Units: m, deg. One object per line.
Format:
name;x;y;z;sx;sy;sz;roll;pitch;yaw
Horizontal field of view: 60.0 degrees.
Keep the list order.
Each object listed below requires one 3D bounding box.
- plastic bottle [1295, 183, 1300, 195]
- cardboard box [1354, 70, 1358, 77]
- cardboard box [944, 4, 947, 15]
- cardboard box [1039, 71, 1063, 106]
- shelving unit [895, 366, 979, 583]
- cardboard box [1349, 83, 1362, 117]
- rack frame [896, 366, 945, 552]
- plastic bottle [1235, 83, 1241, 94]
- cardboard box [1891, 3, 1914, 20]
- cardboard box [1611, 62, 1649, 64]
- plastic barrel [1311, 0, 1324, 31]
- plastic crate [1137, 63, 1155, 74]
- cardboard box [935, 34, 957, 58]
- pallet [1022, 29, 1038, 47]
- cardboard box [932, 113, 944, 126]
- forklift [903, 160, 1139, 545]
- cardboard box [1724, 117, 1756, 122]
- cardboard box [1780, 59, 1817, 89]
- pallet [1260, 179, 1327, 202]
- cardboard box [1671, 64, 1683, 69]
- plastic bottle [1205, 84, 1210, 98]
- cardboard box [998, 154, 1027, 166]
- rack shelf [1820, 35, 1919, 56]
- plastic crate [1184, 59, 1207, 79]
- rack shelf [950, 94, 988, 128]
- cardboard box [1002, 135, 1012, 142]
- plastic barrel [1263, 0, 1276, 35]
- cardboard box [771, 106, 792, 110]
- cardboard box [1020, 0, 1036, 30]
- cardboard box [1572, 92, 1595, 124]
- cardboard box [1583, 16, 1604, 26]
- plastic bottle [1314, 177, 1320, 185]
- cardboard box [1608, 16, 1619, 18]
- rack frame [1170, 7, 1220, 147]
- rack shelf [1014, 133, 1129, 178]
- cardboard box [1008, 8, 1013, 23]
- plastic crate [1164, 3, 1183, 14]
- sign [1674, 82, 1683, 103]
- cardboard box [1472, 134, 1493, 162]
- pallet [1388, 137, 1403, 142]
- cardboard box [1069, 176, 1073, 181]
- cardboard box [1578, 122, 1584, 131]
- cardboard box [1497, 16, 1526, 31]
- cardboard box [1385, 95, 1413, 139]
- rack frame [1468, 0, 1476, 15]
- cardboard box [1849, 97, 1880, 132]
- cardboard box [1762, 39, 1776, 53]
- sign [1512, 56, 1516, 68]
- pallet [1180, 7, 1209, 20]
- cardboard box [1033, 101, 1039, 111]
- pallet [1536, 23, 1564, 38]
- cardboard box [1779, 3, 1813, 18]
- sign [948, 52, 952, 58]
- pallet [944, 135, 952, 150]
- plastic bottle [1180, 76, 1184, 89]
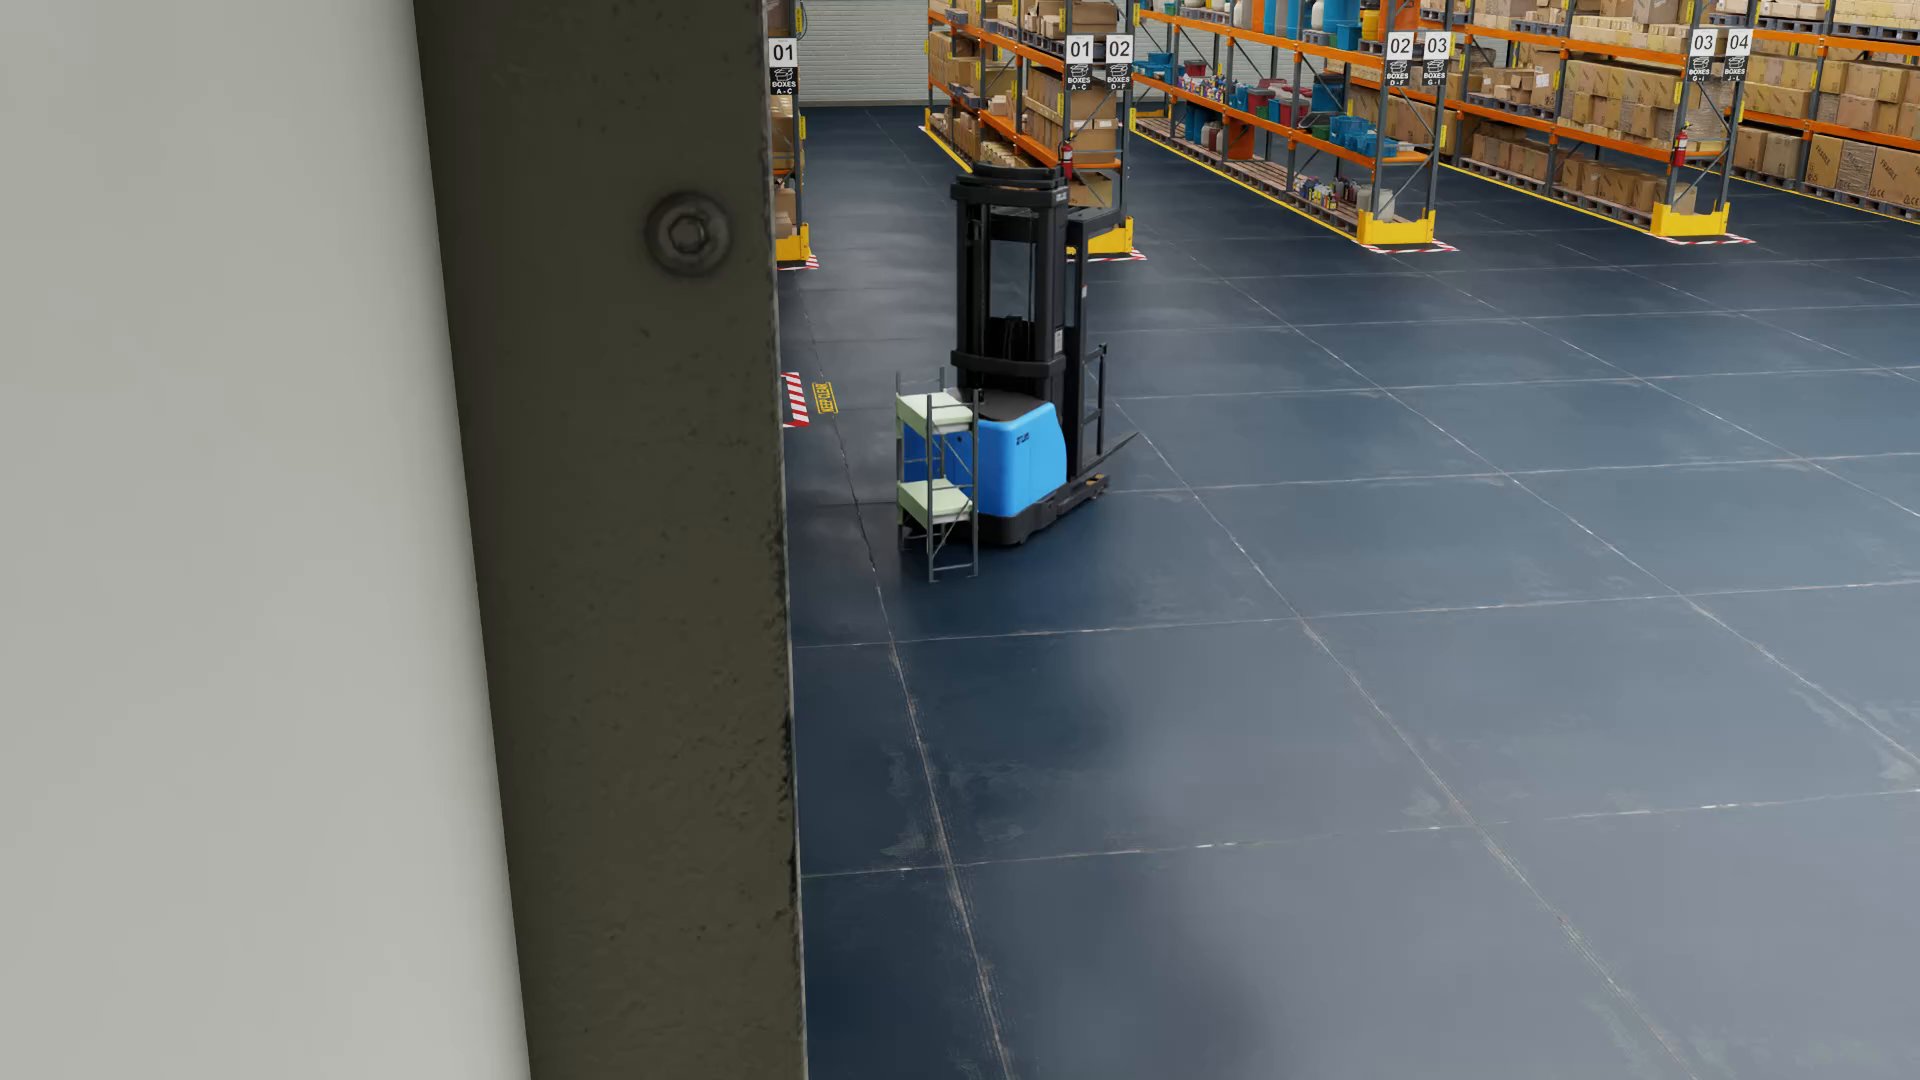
plastic bottle;6.000;-6.229;29.478;0.097;0.201;0.097;0;20;0
cardboard box;9.532;-11.026;39.309;0.380;0.149;0.250;-3;21;-7
cardboard box;-0.077;-11.687;36.646;0.500;0.250;0.500;-3;21;-8
cardboard box;1.687;-7.406;27.262;0.700;0.500;0.500;-3;21;-8
shelving unit;-0.184;-0.516;12.954;0.431;1.500;0.755;-7;22;-19
cardboard box;9.847;-10.575;40.180;0.875;0.875;0.875;-3;21;-8
rack frame;-0.312;-0.636;13.275;0.400;1.500;0.023;-7;22;-19
plastic bottle;5.854;-9.475;34.975;0.152;0.276;0.135;-3;21;-8
cardboard box;16.211;-8.977;28.222;0.500;0.250;0.500;-3;21;-7
cardboard box;11.685;-8.091;29.096;0.500;0.500;0.500;-3;21;-8
plastic barrel;6.241;-8.997;28.471;0.421;0.512;0.421;0;20;0
plastic crate;4.448;-11.276;39.774;0.416;0.233;0.300;-3;21;-8
cardboard box;-0.306;-11.402;38.386;0.500;0.500;0.500;-3;21;-7
pallet;1.619;-8.323;27.553;1.003;0.211;1.213;-3;21;-8
cardboard box;-0.389;-9.950;39.371;0.500;0.250;0.500;-3;21;-8
forklift;0.678;-1.800;14.348;1.130;2.935;3.031;11;23;27
cardboard box;15.619;-8.279;34.211;1.050;0.750;0.750;-3;21;-8
cardboard box;16.043;-8.832;31.503;0.700;0.500;0.500;-3;21;-9
pallet;6.221;-6.465;30.725;1.003;0.211;1.213;-3;21;-8
cardboard box;15.096;-9.856;34.726;0.380;0.149;0.250;-4;21;-10
plastic bottle;5.151;-9.346;34.620;0.061;0.283;0.133;-3;21;-8
cardboard box;0.978;-6.903;30.440;0.500;0.311;0.500;-3;21;-8
rack shelf;16.485;-8.342;28.506;1.077;0.370;4.000;-3;21;-8
plastic crate;5.339;-10.652;37.770;0.402;0.464;0.583;-3;21;-8
rack shelf;0.606;-8.994;34.537;1.077;0.370;4.000;-3;21;-8
cardboard box;1.111;-7.845;33.378;0.500;0.500;0.500;-2;21;-5
plastic barrel;5.896;-9.760;30.557;0.600;0.901;0.708;-3;21;-8
cardboard box;-2.755;-6.439;25.783;0.500;0.500;0.500;-4;21;-10
cardboard box;1.282;-8.780;27.706;0.500;0.500;0.500;-1;21;-3
cardboard box;11.315;-7.604;29.220;0.875;0.500;0.500;-3;21;-8
cardboard box;11.122;-9.056;29.034;0.380;0.149;0.250;-4;21;-10
plastic bottle;6.221;-6.174;29.116;0.144;0.351;0.185;-3;21;-8
cardboard box;11.555;-9.078;29.093;0.380;0.149;0.250;-3;21;-7
rack frame;5.220;-10.272;36.931;1.000;3.000;0.127;-3;21;-8
rack shelf;1.759;-6.224;27.121;1.077;0.370;4.000;-3;21;-8
cardboard box;1.180;-9.636;30.557;0.500;0.250;0.500;-3;21;-9
plastic crate;4.773;-11.898;37.236;0.416;0.233;0.300;-3;21;-8
sign;11.299;-7.036;26.161;0.100;0.325;0.005;-3;21;-8
cardboard box;10.814;-7.941;33.633;0.700;0.500;0.500;-4;21;-11
pallet;10.307;-8.952;37.382;1.003;0.211;1.213;-3;21;-8
cardboard box;1.517;-5.644;26.799;0.500;0.500;0.500;-3;21;-8
cardboard box;11.139;-7.286;29.295;0.380;0.149;0.250;-3;21;-8
cardboard box;10.671;-9.941;31.972;0.500;0.250;0.500;-2;21;-7
cardboard box;10.233;-9.502;37.307;1.225;0.875;0.875;-3;21;-8
rack frame;10.698;-11.947;32.842;1.000;3.000;0.127;-3;21;-8
cardboard box;16.325;-7.528;29.370;0.875;0.550;0.550;-3;21;-8
cardboard box;19.521;-11.862;39.617;0.500;0.500;0.500;-3;21;-9
sign;11.233;-9.672;33.785;0.100;0.325;0.005;-3;21;-8
pallet;5.429;-11.322;35.725;1.213;0.211;1.003;-3;21;-8
cardboard box;1.432;-7.234;27.728;0.380;0.149;0.250;-3;21;-8
pallet;11.291;-9.288;30.278;1.213;0.211;1.003;-3;21;-8
cardboard box;15.801;-9.962;31.285;0.500;0.250;0.500;-3;21;-8
sign;-0.218;-10.399;36.033;0.100;0.325;0.005;-3;21;-8
pallet;0.219;-8.955;37.390;1.003;0.211;1.213;-3;21;-8
plastic bottle;4.870;-10.022;36.430;0.061;0.283;0.133;-3;21;-8
